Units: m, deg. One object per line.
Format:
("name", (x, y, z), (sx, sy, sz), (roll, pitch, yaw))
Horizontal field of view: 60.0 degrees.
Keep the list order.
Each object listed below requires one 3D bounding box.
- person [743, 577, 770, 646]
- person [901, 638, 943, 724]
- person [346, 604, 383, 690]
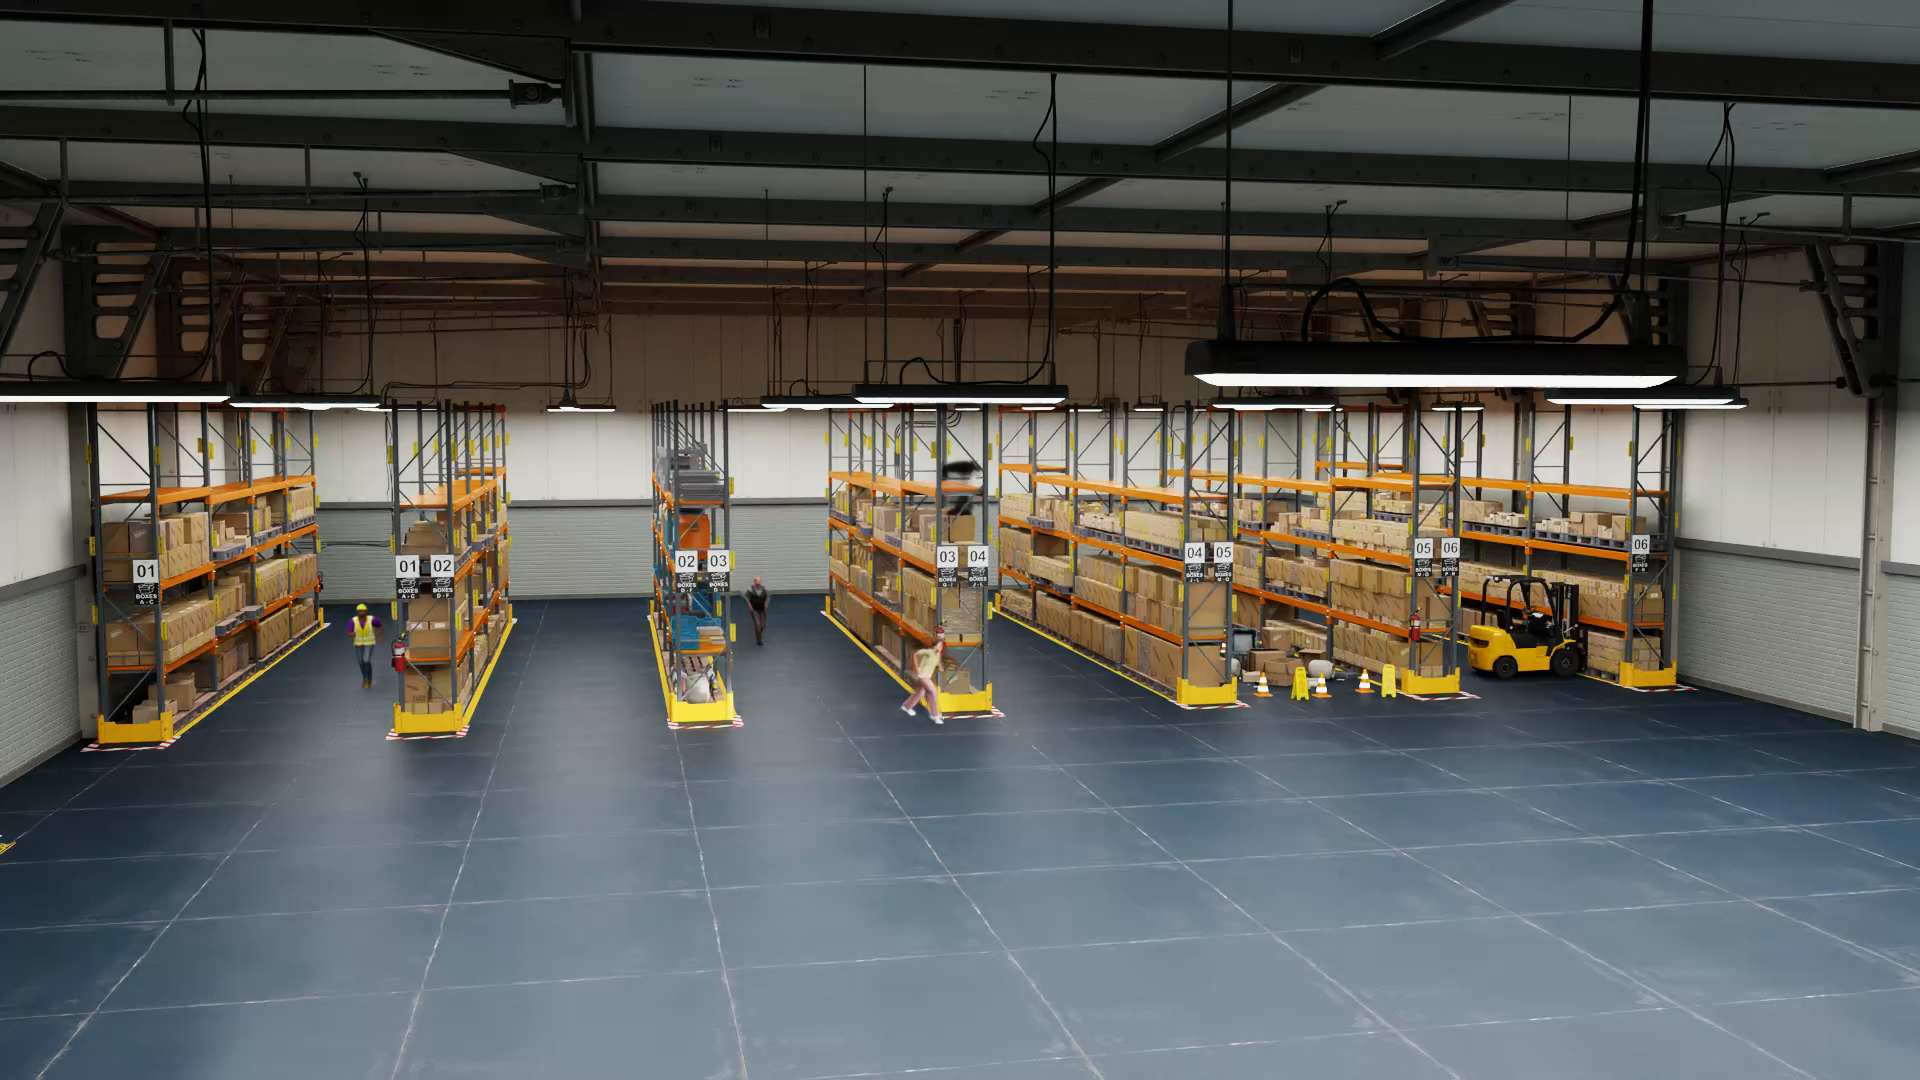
("person", (-5.062, 1.755, 41.486), (0.674, 1.695, 0.699), (-2, 5, -20))
("person", (-0.706, 2.613, 31.057), (0.922, 1.629, 0.622), (3, 5, 37))
("person", (-12.447, 2.231, 34.723), (0.653, 1.810, 0.833), (0, 4, -4))
